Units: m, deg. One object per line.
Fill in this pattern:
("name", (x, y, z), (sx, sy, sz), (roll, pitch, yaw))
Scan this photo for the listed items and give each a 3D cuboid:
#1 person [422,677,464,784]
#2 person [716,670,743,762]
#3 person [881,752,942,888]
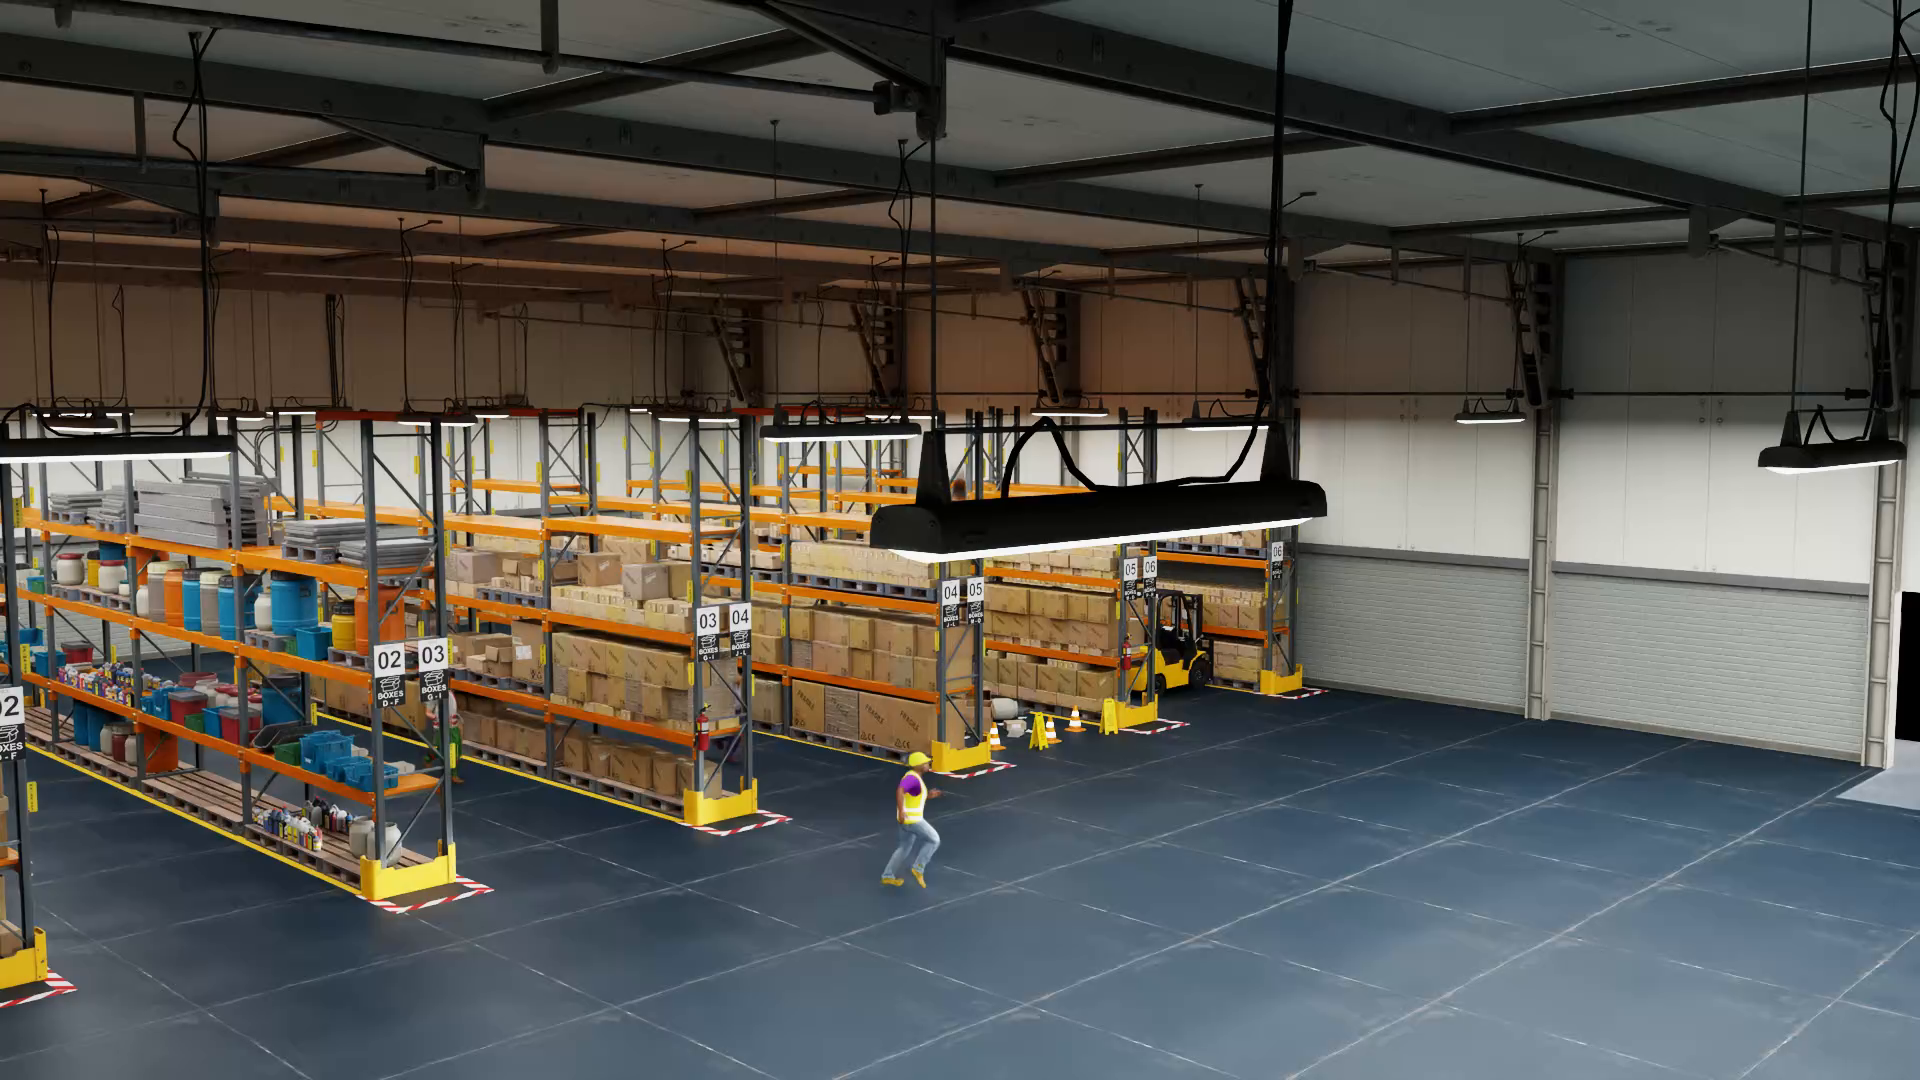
("person", (-8.404, 3.058, 27.074), (0.863, 1.771, 0.638), (3, 6, 32))
("person", (-3.902, 3.026, 28.577), (0.635, 1.602, 0.645), (3, 6, 31))
("person", (-0.607, 3.579, 21.188), (0.811, 1.754, 0.733), (-1, 5, -11))
